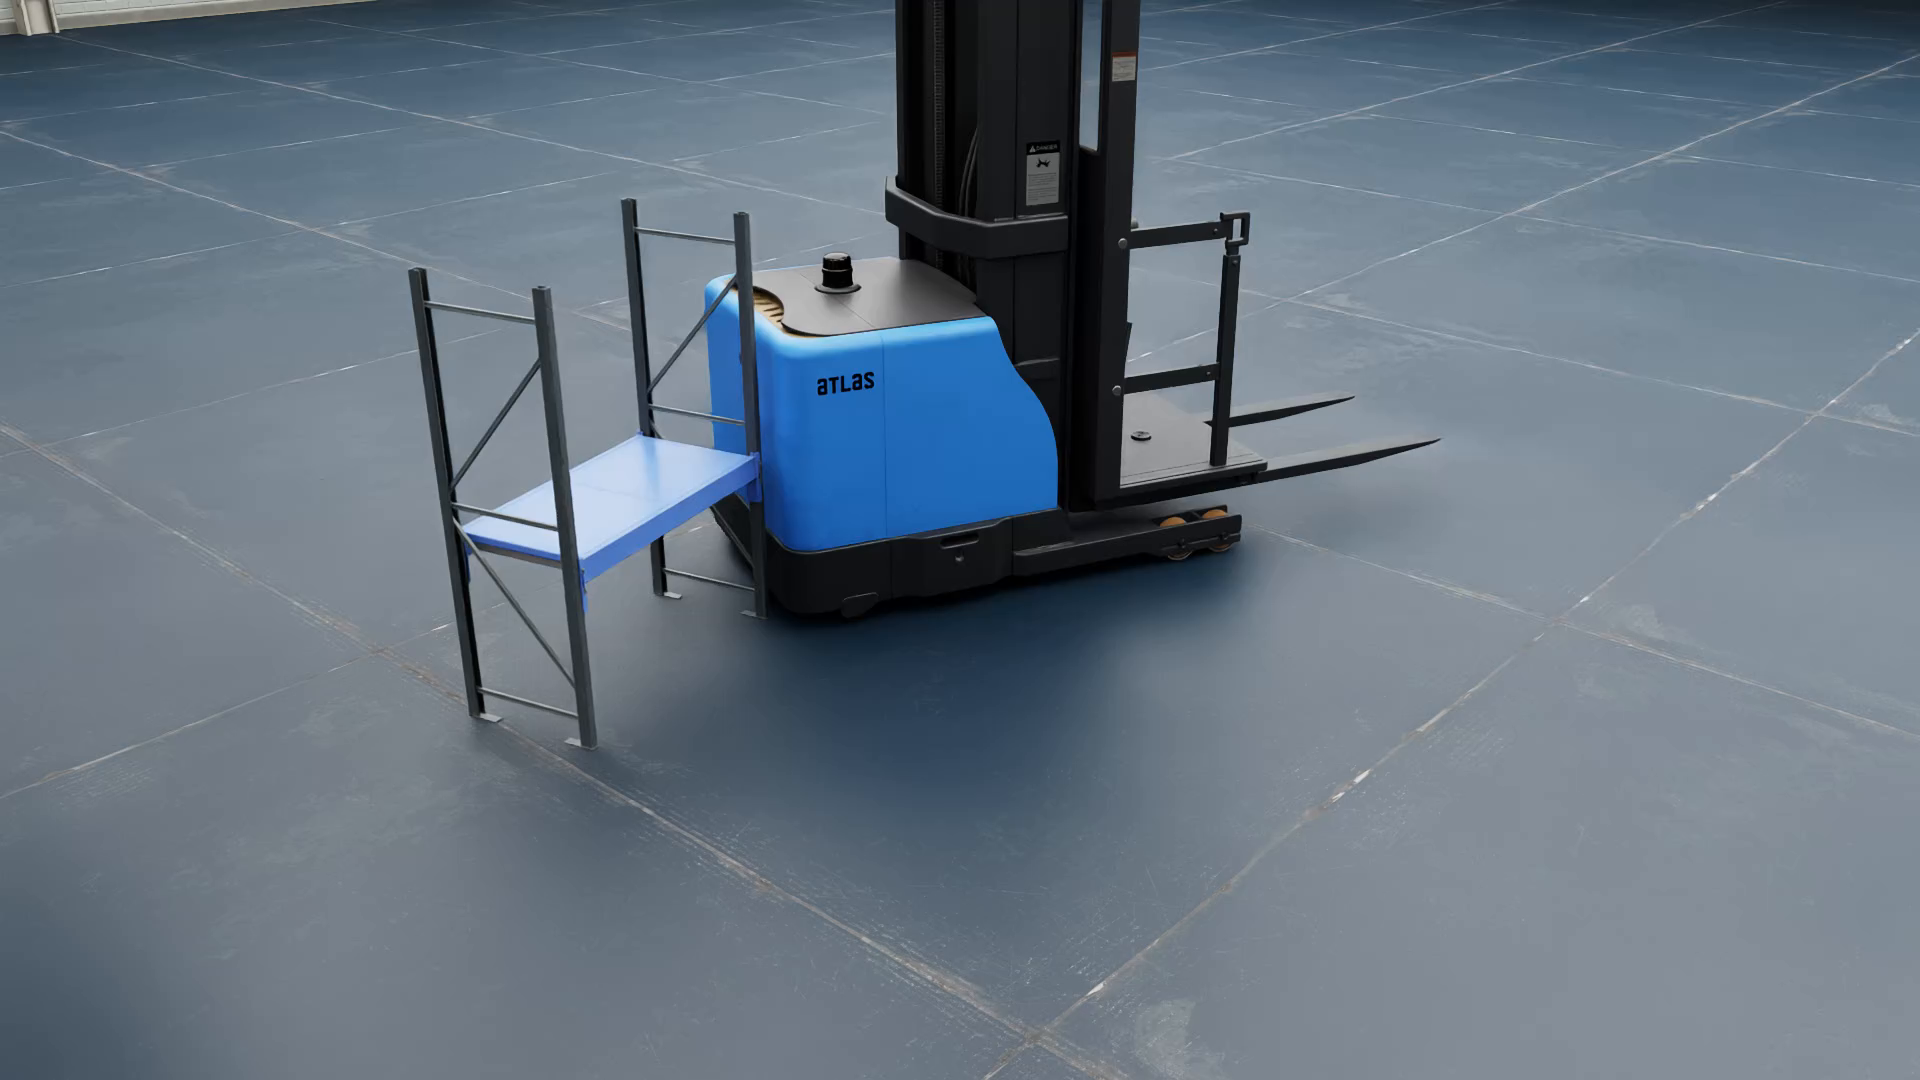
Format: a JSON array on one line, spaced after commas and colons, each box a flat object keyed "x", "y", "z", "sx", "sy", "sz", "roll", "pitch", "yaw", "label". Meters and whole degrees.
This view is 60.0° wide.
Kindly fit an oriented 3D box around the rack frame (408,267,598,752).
[{"x": -1.379, "y": -0.065, "z": 5.062, "sx": 0.500, "sy": 1.500, "sz": 0.032, "roll": 11, "pitch": 27, "yaw": 24, "label": "rack frame"}]

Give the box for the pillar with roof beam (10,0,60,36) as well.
[{"x": -8.484, "y": -9.365, "z": 16.638, "sx": 9.100, "sy": 9.000, "sz": 0.400, "roll": 20, "pitch": 31, "yaw": 38, "label": "pillar with roof beam"}]

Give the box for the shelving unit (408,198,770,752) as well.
[{"x": -1.153, "y": -0.251, "z": 5.477, "sx": 0.538, "sy": 1.500, "sz": 1.048, "roll": 11, "pitch": 27, "yaw": 24, "label": "shelving unit"}]

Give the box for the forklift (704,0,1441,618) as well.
[{"x": 0.567, "y": -1.443, "z": 6.385, "sx": 3.031, "sy": 2.935, "sz": 1.130, "roll": -11, "pitch": 26, "yaw": -22, "label": "forklift"}]

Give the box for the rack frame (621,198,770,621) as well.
[{"x": -0.928, "y": -0.438, "z": 5.893, "sx": 0.500, "sy": 1.500, "sz": 0.032, "roll": 11, "pitch": 27, "yaw": 24, "label": "rack frame"}]

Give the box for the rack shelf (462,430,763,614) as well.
[{"x": -1.153, "y": -0.087, "z": 5.551, "sx": 0.538, "sy": 0.185, "sz": 1.000, "roll": 11, "pitch": 27, "yaw": 24, "label": "rack shelf"}]
